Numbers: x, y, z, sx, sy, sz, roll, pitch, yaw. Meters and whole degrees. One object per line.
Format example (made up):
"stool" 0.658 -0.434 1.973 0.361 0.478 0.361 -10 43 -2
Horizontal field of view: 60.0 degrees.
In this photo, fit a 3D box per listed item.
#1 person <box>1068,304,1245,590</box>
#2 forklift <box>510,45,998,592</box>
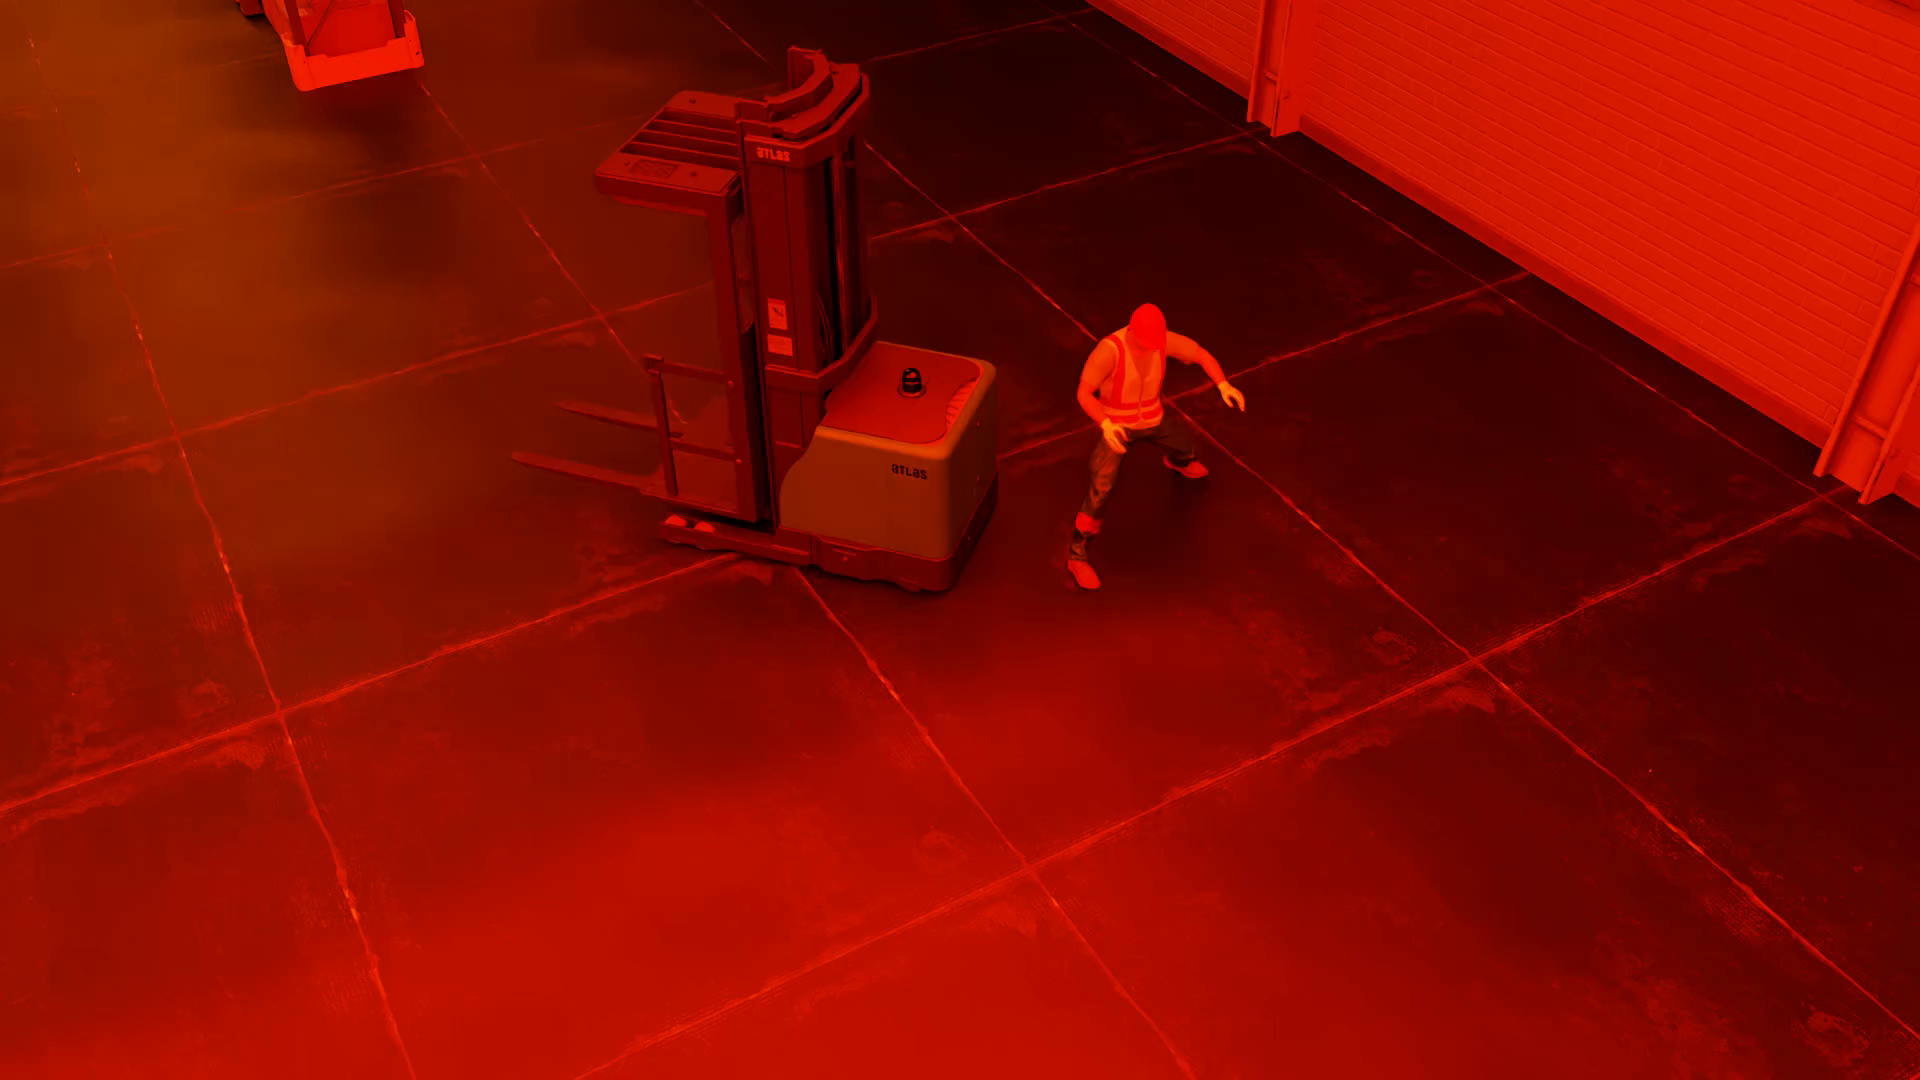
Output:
"person" 1.141 -0.703 9.938 1.239 1.558 0.968 -15 42 -17
"forklift" -1.337 -1.377 9.696 3.031 2.935 1.130 12 41 14
